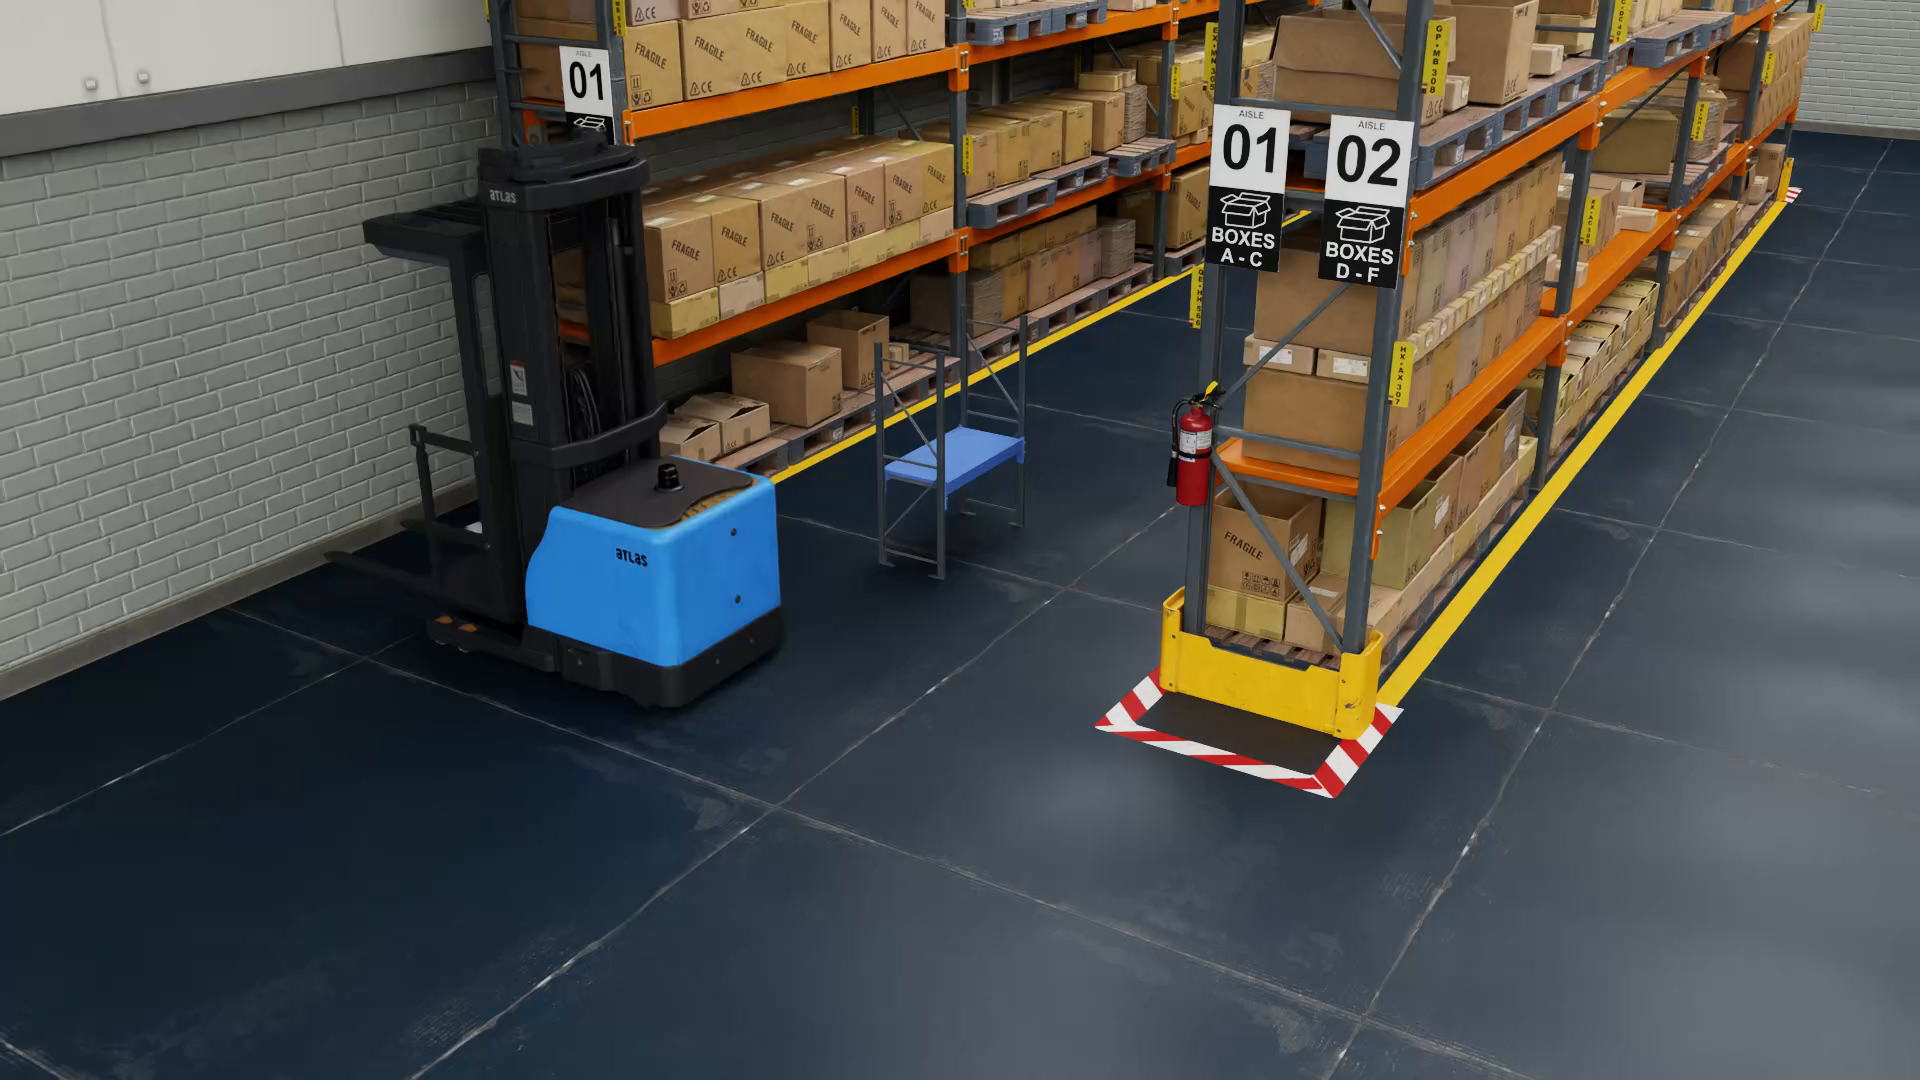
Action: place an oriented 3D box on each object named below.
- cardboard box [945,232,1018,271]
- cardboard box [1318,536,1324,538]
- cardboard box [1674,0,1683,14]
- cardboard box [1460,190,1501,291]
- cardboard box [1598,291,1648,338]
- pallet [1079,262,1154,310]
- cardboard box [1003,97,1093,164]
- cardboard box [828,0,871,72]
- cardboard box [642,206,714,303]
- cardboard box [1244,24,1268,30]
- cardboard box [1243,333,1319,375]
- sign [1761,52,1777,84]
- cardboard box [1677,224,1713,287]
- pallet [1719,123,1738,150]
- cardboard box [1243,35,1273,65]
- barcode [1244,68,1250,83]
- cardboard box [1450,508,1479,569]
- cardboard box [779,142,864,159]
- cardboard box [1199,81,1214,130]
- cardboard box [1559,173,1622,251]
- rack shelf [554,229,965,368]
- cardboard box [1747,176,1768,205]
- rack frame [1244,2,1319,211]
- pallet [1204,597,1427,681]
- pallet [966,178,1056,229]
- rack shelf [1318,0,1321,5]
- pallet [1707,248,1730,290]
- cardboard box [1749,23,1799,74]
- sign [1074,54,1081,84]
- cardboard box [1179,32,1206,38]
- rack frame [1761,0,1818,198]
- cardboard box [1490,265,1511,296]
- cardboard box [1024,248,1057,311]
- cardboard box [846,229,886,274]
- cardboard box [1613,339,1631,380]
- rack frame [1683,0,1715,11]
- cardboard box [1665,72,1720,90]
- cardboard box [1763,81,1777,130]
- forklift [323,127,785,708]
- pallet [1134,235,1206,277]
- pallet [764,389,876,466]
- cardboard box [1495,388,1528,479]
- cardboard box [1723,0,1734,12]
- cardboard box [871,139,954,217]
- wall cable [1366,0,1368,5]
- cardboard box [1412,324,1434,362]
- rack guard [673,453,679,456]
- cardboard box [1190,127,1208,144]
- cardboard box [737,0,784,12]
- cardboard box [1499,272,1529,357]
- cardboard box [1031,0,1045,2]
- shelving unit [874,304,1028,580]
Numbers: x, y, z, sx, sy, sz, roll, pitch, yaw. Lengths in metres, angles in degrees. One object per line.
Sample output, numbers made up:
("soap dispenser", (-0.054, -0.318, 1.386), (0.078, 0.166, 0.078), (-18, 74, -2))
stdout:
("cardboard box", (0.199, -2.683, 15.321), (0.500, 0.250, 0.500), (13, 27, 28))
("cardboard box", (2.244, -0.010, 10.431), (0.500, 0.250, 0.500), (14, 27, 29))
("cardboard box", (5.725, -4.532, 13.827), (0.500, 0.250, 0.500), (12, 26, 25))
("cardboard box", (2.783, -1.828, 9.939), (0.700, 0.500, 0.500), (14, 27, 29))
("cardboard box", (5.581, -1.979, 14.273), (0.500, 0.311, 0.500), (13, 27, 28))
("pallet", (1.292, -2.690, 17.198), (1.003, 0.211, 1.213), (14, 27, 29))
("cardboard box", (0.828, -3.895, 15.792), (0.700, 0.500, 0.500), (14, 27, 29))
("cardboard box", (-0.998, -3.730, 12.163), (0.500, 0.500, 0.500), (13, 26, 27))
("cardboard box", (-2.007, -1.916, 11.119), (0.500, 0.500, 0.500), (14, 27, 29))
("cardboard box", (3.352, -6.018, 19.907), (0.500, 0.250, 0.500), (15, 27, 31))
("cardboard box", (1.736, -1.009, 8.862), (0.380, 0.149, 0.250), (13, 27, 28))
("sign", (8.500, -4.963, 17.481), (0.100, 0.325, 0.005), (14, 27, 29))
("cardboard box", (7.210, -2.868, 16.692), (0.500, 0.500, 0.500), (13, 27, 27))
("pallet", (7.512, -4.211, 17.444), (1.003, 0.211, 1.213), (14, 27, 29))
("cardboard box", (3.240, -5.565, 18.860), (0.500, 0.250, 0.500), (14, 27, 30))
("barcode", (1.446, -2.342, 8.378), (0.001, 0.075, 0.075), (14, 27, 29))
("cardboard box", (2.961, -0.067, 10.563), (0.500, 0.250, 0.500), (14, 27, 29))
("cardboard box", (-1.106, -2.879, 13.344), (0.500, 0.500, 0.500), (14, 27, 29))
("cardboard box", (2.464, -4.710, 17.829), (0.500, 0.500, 0.500), (15, 28, 31))
("cardboard box", (5.045, -2.673, 13.522), (0.500, 0.500, 0.500), (12, 26, 26))
("rack shelf", (-1.459, -1.878, 12.718), (1.077, 0.370, 4.000), (14, 27, 29))
("cardboard box", (9.532, -4.287, 20.285), (0.500, 0.250, 0.500), (14, 27, 29))
("rack frame", (3.816, -5.583, 20.371), (1.000, 3.000, 0.127), (14, 27, 29))
("pallet", (2.064, 0.516, 9.791), (1.003, 0.211, 1.213), (14, 27, 29))
("pallet", (0.123, -3.023, 14.698), (1.003, 0.211, 1.213), (14, 27, 29))
("rack shelf", (4.871, -7.305, 21.478), (1.077, 0.370, 4.000), (14, 27, 29))
("pallet", (7.629, -2.984, 17.878), (1.003, 0.211, 1.213), (14, 27, 29))
("cardboard box", (9.329, -5.673, 19.195), (0.500, 0.500, 0.500), (15, 27, 31))
("sign", (1.232, -4.880, 17.289), (0.100, 0.325, 0.005), (14, 27, 29))
("cardboard box", (2.821, -5.670, 19.103), (0.500, 0.250, 0.500), (13, 27, 27))
("rack frame", (10.136, -5.896, 21.095), (1.000, 3.000, 0.127), (14, 27, 29))
("cardboard box", (3.174, -1.625, 10.286), (0.380, 0.149, 0.250), (15, 27, 30))
("cardboard box", (0.503, -2.539, 15.931), (0.700, 0.500, 0.500), (14, 27, 30))
("cardboard box", (-0.919, -2.261, 12.860), (0.500, 0.250, 0.500), (14, 27, 29))
("cardboard box", (5.309, -1.555, 13.998), (0.500, 0.250, 0.500), (15, 27, 30))
("rack frame", (5.916, -5.949, 13.666), (1.000, 3.000, 0.127), (14, 27, 29))
("cardboard box", (7.586, -4.672, 17.612), (0.700, 0.500, 0.500), (5, 24, 11))
("cardboard box", (8.794, -4.881, 18.623), (0.500, 0.500, 0.500), (14, 27, 30))
("forklift", (-2.551, -0.850, 9.523), (3.031, 2.935, 1.130), (14, 27, 29))
("pallet", (2.186, -3.204, 18.385), (1.003, 0.211, 1.213), (14, 27, 29))
("pallet", (-1.371, -0.956, 13.193), (1.003, 0.211, 1.213), (14, 27, 29))
("cardboard box", (3.474, -0.753, 11.202), (0.500, 0.500, 0.500), (14, 27, 29))
("cardboard box", (6.661, -5.121, 15.402), (0.910, 0.500, 0.500), (14, 27, 29))
("cardboard box", (-0.391, -2.943, 13.493), (0.500, 0.500, 0.500), (14, 27, 29))
("wall cable", (5.798, -8.030, 24.744), (0.084, 1.984, 1.851), (14, 27, 29))
("cardboard box", (2.356, -1.101, 9.075), (0.380, 0.149, 0.250), (14, 27, 29))
("rack guard", (-2.474, -0.412, 11.572), (1.175, 0.500, 0.348), (14, 27, 29))
("cardboard box", (2.429, -4.345, 17.802), (0.380, 0.149, 0.250), (15, 27, 31))
("cardboard box", (-1.536, -3.837, 11.152), (0.500, 0.500, 0.500), (15, 27, 30))
("cardboard box", (3.305, -1.562, 10.956), (0.700, 0.500, 0.500), (14, 27, 28))
("cardboard box", (0.603, -5.082, 14.784), (0.500, 0.500, 0.500), (13, 27, 27))
("shelving unit", (-0.045, -0.659, 10.886), (0.538, 1.500, 1.048), (14, 27, 29))
